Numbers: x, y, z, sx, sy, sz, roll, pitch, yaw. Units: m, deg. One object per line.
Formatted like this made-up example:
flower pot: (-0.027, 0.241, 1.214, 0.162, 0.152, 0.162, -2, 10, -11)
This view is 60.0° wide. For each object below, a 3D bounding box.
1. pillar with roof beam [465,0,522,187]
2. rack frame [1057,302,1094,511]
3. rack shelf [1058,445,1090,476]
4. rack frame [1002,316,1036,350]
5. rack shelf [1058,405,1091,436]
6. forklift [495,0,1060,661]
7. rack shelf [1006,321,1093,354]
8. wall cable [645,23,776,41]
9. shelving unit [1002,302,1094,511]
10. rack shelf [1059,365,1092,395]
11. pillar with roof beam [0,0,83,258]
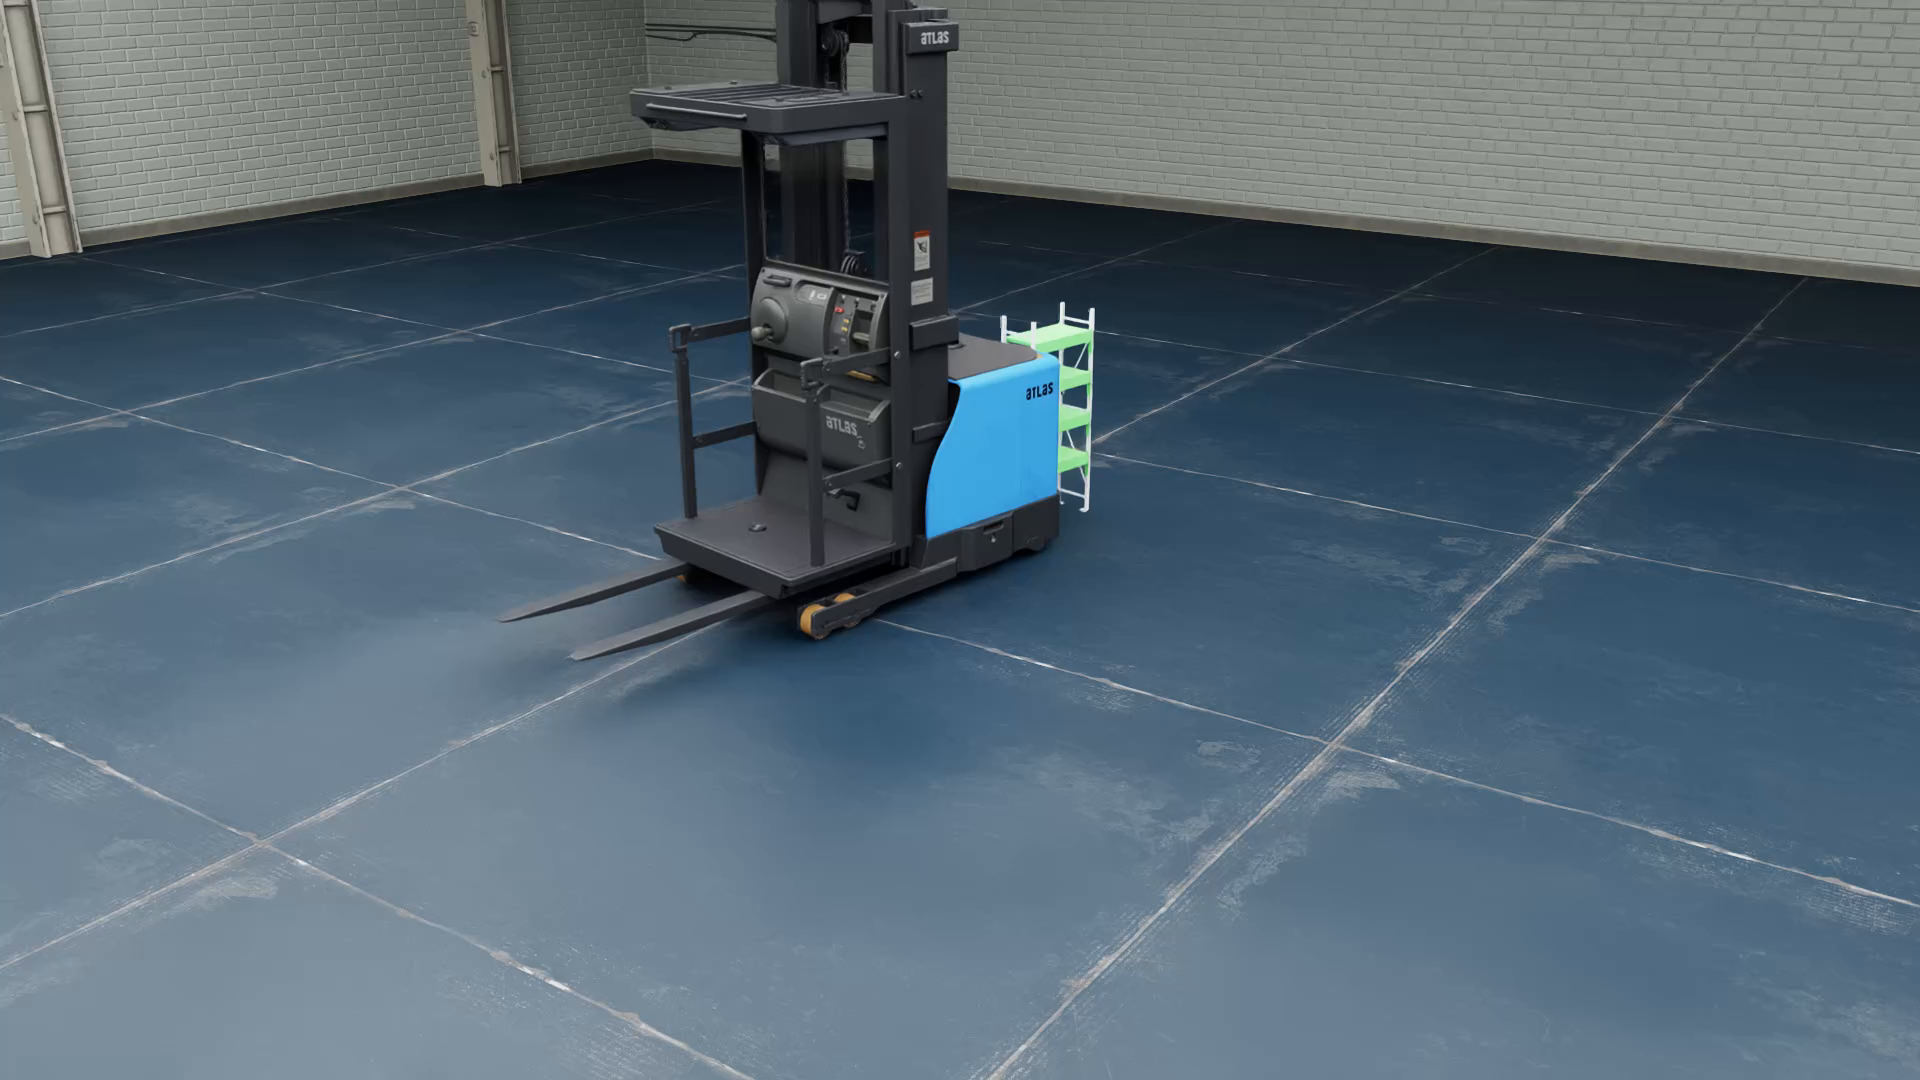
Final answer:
pillar with roof beam: (-2.493, -8.096, 18.181, 9.100, 9.000, 0.400, 13, 24, 32)
rack frame: (0.661, -0.760, 9.590, 0.240, 1.200, 0.015, 19, 27, 41)
rack shelf: (0.490, -0.415, 9.532, 0.258, 0.148, 0.480, 19, 27, 41)
rack frame: (0.320, -0.639, 9.263, 0.240, 1.200, 0.015, 19, 27, 41)
rack shelf: (0.490, -0.640, 9.449, 0.258, 0.148, 0.480, 19, 27, 41)
forklift: (-0.844, -1.100, 8.015, 1.130, 2.935, 3.031, 19, 27, 41)
rack shelf: (0.490, -1.090, 9.282, 0.258, 0.148, 0.480, 19, 27, 41)
wall cable: (-3.303, -8.067, 22.577, 3.097, 2.526, 0.112, 13, 24, 32)
shelving unit: (0.490, -0.700, 9.427, 0.258, 1.200, 0.503, 19, 27, 41)
rack shelf: (0.490, -0.865, 9.366, 0.258, 0.148, 0.480, 19, 27, 41)
pillar with roof beam: (-5.866, -6.374, 13.527, 9.100, 9.000, 0.400, 13, 24, 32)
